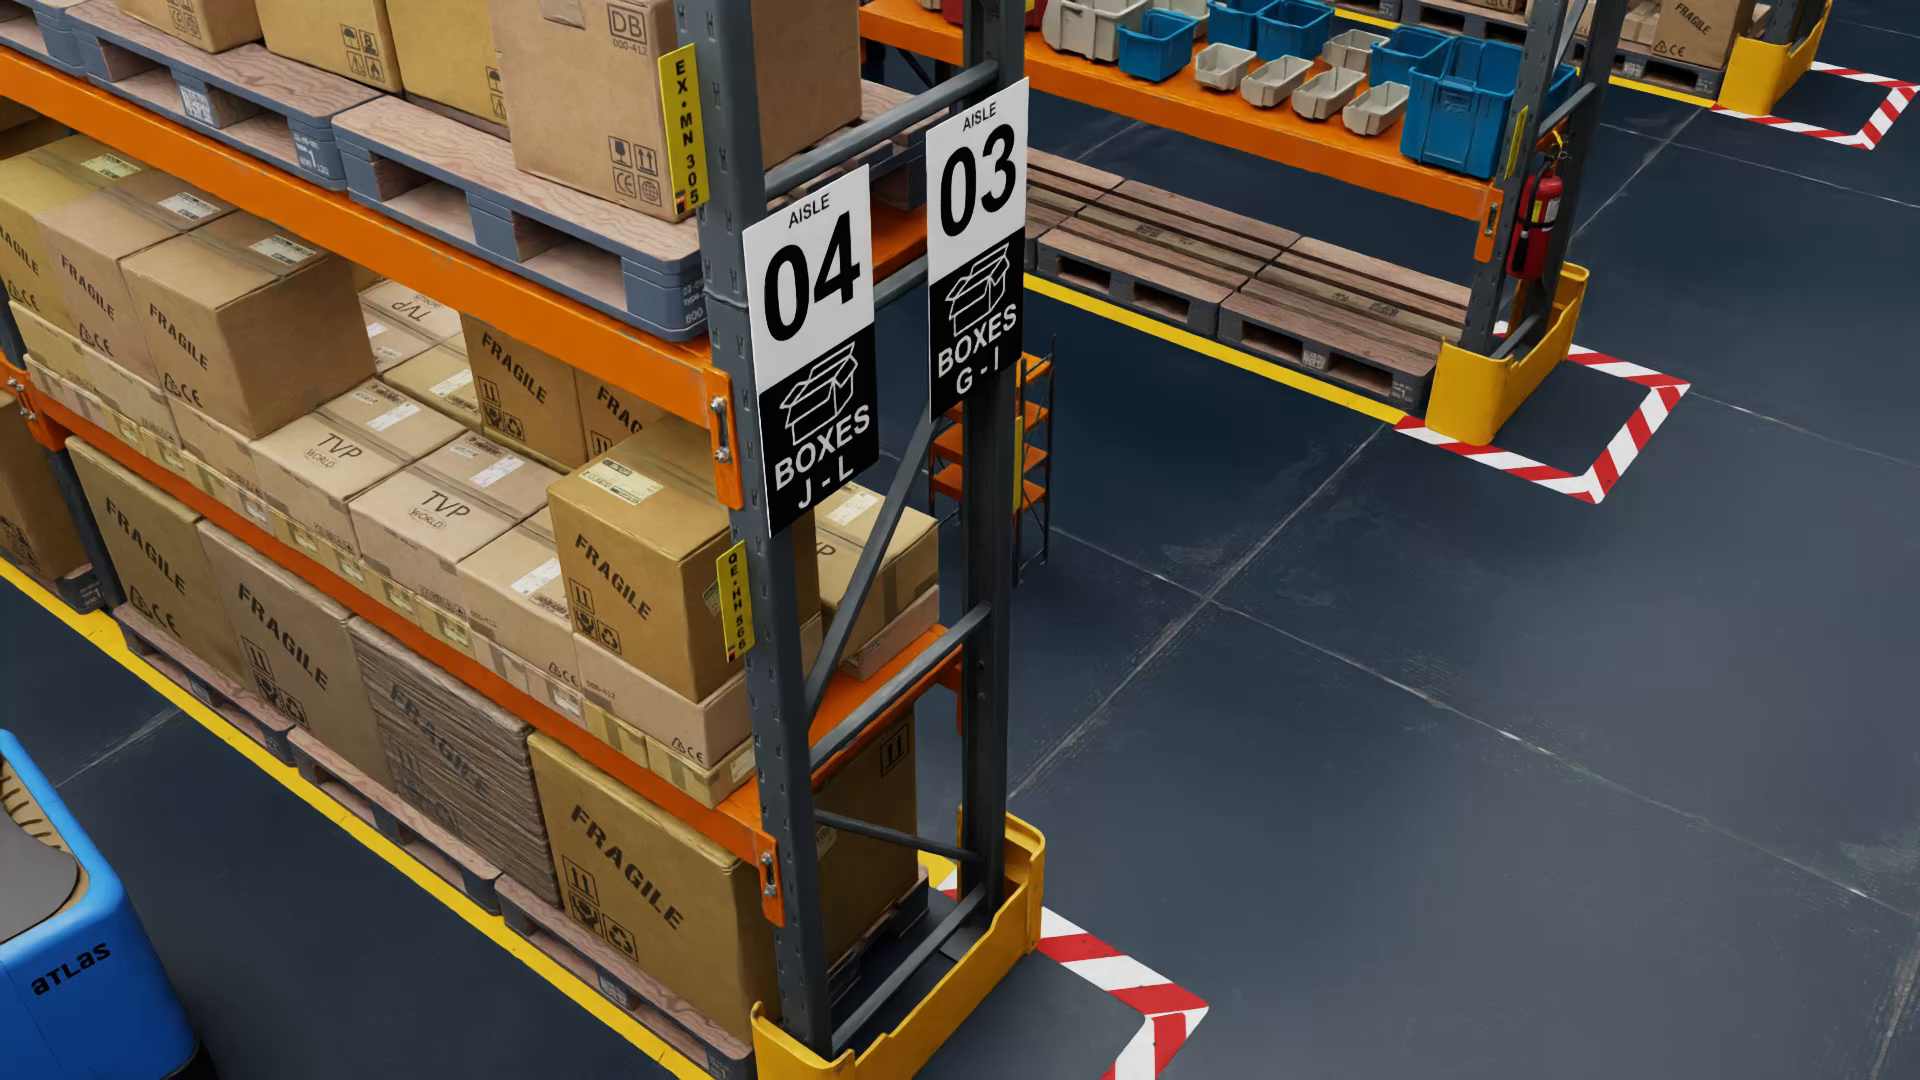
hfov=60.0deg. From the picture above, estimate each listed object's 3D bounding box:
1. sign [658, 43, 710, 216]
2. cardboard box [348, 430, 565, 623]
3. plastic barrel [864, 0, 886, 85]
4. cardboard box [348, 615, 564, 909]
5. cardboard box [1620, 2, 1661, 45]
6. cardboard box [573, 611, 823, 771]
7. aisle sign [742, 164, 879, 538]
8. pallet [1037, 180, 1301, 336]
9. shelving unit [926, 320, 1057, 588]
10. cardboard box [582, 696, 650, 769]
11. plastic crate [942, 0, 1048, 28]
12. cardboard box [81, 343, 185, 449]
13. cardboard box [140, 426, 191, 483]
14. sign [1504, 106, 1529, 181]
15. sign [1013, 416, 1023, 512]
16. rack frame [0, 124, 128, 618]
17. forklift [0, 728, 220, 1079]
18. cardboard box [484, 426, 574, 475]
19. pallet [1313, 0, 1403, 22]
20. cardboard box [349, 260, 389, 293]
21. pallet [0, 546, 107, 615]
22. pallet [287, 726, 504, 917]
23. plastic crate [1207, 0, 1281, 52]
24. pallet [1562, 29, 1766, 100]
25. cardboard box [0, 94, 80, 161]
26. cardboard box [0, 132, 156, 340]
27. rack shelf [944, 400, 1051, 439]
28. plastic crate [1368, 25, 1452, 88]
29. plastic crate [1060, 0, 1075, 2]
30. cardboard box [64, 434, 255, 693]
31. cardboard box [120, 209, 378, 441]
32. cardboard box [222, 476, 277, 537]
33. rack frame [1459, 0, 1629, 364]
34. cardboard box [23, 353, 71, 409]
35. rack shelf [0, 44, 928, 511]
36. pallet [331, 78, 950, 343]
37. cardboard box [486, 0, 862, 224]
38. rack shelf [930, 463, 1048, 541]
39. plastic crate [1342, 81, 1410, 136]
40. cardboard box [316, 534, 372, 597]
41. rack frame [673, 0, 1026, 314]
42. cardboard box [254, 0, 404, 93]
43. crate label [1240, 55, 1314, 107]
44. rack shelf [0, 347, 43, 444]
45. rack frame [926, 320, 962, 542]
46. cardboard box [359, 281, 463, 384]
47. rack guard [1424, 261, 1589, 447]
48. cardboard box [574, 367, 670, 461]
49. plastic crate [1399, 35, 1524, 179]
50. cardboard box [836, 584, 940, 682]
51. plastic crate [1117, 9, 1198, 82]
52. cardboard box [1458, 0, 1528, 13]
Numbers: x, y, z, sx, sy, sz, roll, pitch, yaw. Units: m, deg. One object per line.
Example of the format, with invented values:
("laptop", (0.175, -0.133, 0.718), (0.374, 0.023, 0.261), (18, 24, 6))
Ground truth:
("sign", (-0.536, -0.800, 3.251), (0.005, 0.325, 0.100), (25, 45, 29))
("cardboard box", (-1.548, -0.052, 5.264), (0.500, 0.250, 0.500), (24, 44, 27))
("plastic barrel", (-0.785, -3.036, 10.557), (0.708, 0.901, 0.600), (25, 45, 29))
("cardboard box", (-1.475, 0.568, 5.974), (0.875, 0.875, 0.875), (25, 45, 29))
("cardboard box", (4.978, -3.748, 12.045), (0.250, 0.166, 0.380), (25, 45, 29))
("cardboard box", (-0.741, 0.329, 4.778), (0.500, 0.250, 0.500), (25, 44, 28))
("aisle sign", (-0.320, -0.412, 3.734), (0.004, 0.787, 0.394), (25, 45, 29))
("pallet", (1.218, -1.674, 9.717), (1.213, 0.211, 1.003), (25, 45, 29))
("shelving unit", (0.131, -0.410, 7.301), (0.503, 1.200, 0.258), (25, 45, 29))
("cardboard box", (-0.885, 0.468, 4.922), (0.250, 0.149, 0.380), (26, 45, 29))
("plastic crate", (0.194, -3.077, 9.146), (0.583, 0.464, 0.402), (25, 45, 29))
("cardboard box", (-2.766, -0.625, 5.995), (0.500, 0.250, 0.500), (25, 44, 28))
("cardboard box", (-2.711, -0.393, 6.022), (0.250, 0.149, 0.380), (24, 44, 27))
("sign", (2.493, -1.776, 7.453), (0.005, 0.325, 0.100), (25, 45, 29))
("sign", (0.147, -0.203, 4.810), (0.005, 0.325, 0.100), (25, 45, 29))
("rack frame", (-3.372, -1.060, 6.671), (0.127, 3.000, 1.000), (25, 45, 29))
("forklift", (-3.795, 1.106, 3.960), (3.031, 2.935, 1.130), (-31, 47, -33))
("cardboard box", (-1.226, -0.313, 5.597), (0.500, 0.250, 0.500), (24, 44, 27))
("pallet", (3.194, -4.553, 13.395), (1.213, 0.211, 1.003), (25, 45, 29))
("cardboard box", (-2.449, -1.182, 6.099), (0.500, 0.500, 0.500), (26, 45, 29))
("pallet", (-4.031, -0.214, 7.852), (1.213, 0.211, 1.003), (25, 45, 29))
("pallet", (-1.842, 0.818, 6.534), (1.213, 0.211, 1.003), (25, 45, 29))
("plastic crate", (1.534, -2.804, 8.985), (0.300, 0.233, 0.416), (25, 45, 29))
("pallet", (5.132, -3.640, 12.228), (1.213, 0.211, 1.003), (25, 45, 29))
("cardboard box", (-3.884, -1.729, 6.631), (0.637, 0.503, 0.797), (24, 44, 27))
("cardboard box", (-3.147, -1.109, 6.005), (0.500, 0.500, 0.500), (25, 45, 29))
("rack shelf", (0.131, -0.534, 7.205), (0.480, 0.148, 0.258), (25, 45, 29))
("plastic crate", (2.295, -2.445, 8.527), (0.300, 0.233, 0.416), (25, 45, 29))
("plastic crate", (0.689, -3.113, 9.467), (0.590, 0.125, 0.437), (25, 45, 29))
("cardboard box", (-2.897, -0.102, 6.830), (0.875, 0.875, 0.875), (25, 45, 29))
("cardboard box", (-2.344, -0.728, 5.519), (0.500, 0.500, 0.500), (24, 44, 27))
("cardboard box", (-2.309, -0.202, 5.779), (0.250, 0.149, 0.380), (26, 45, 29))
("rack frame", (2.814, -1.987, 7.855), (0.127, 3.000, 1.000), (25, 45, 29))
("cardboard box", (-3.339, -0.687, 6.398), (0.250, 0.149, 0.380), (25, 45, 29))
("rack shelf", (-1.784, -1.209, 5.011), (4.000, 0.370, 1.077), (25, 45, 29))
("pallet", (-0.791, -0.981, 4.208), (1.213, 0.211, 1.003), (25, 45, 29))
("cardboard box", (-0.641, -1.155, 3.857), (0.500, 0.500, 0.700), (23, 43, 26))
("rack shelf", (0.131, -0.201, 7.465), (0.480, 0.148, 0.258), (25, 45, 29))
("plastic crate", (2.056, -2.124, 8.194), (0.243, 0.136, 0.396), (25, 45, 29))
("cardboard box", (-1.892, -0.008, 5.530), (0.250, 0.149, 0.380), (26, 45, 29))
("rack frame", (-0.195, -1.924, 2.908), (0.127, 3.000, 1.000), (25, 45, 29))
("cardboard box", (-1.454, -1.595, 4.418), (0.500, 0.500, 0.700), (22, 43, 26))
("crate label", (1.599, -2.332, 8.460), (0.243, 0.136, 0.396), (25, 45, 29))
("rack shelf", (-4.961, -1.526, 7.849), (4.000, 0.370, 1.077), (25, 45, 29))
("rack frame", (-0.062, -0.502, 7.418), (0.015, 1.200, 0.240), (25, 45, 29))
("cardboard box", (-2.044, -0.697, 6.088), (0.500, 0.250, 0.500), (26, 45, 29))
("rack guard", (2.841, -1.000, 8.622), (0.348, 0.500, 1.175), (25, 45, 29))
("cardboard box", (-0.809, -0.414, 5.118), (0.500, 0.500, 0.500), (24, 44, 28))
("plastic crate", (2.435, -2.059, 7.869), (0.499, 0.435, 0.616), (25, 45, 29))
("cardboard box", (-0.276, 0.243, 5.211), (0.250, 0.149, 0.380), (26, 45, 29))
("plastic crate", (1.027, -2.588, 8.710), (0.300, 0.233, 0.416), (25, 45, 29))
("cardboard box", (4.145, -4.398, 12.603), (0.637, 0.503, 0.797), (25, 45, 29))
